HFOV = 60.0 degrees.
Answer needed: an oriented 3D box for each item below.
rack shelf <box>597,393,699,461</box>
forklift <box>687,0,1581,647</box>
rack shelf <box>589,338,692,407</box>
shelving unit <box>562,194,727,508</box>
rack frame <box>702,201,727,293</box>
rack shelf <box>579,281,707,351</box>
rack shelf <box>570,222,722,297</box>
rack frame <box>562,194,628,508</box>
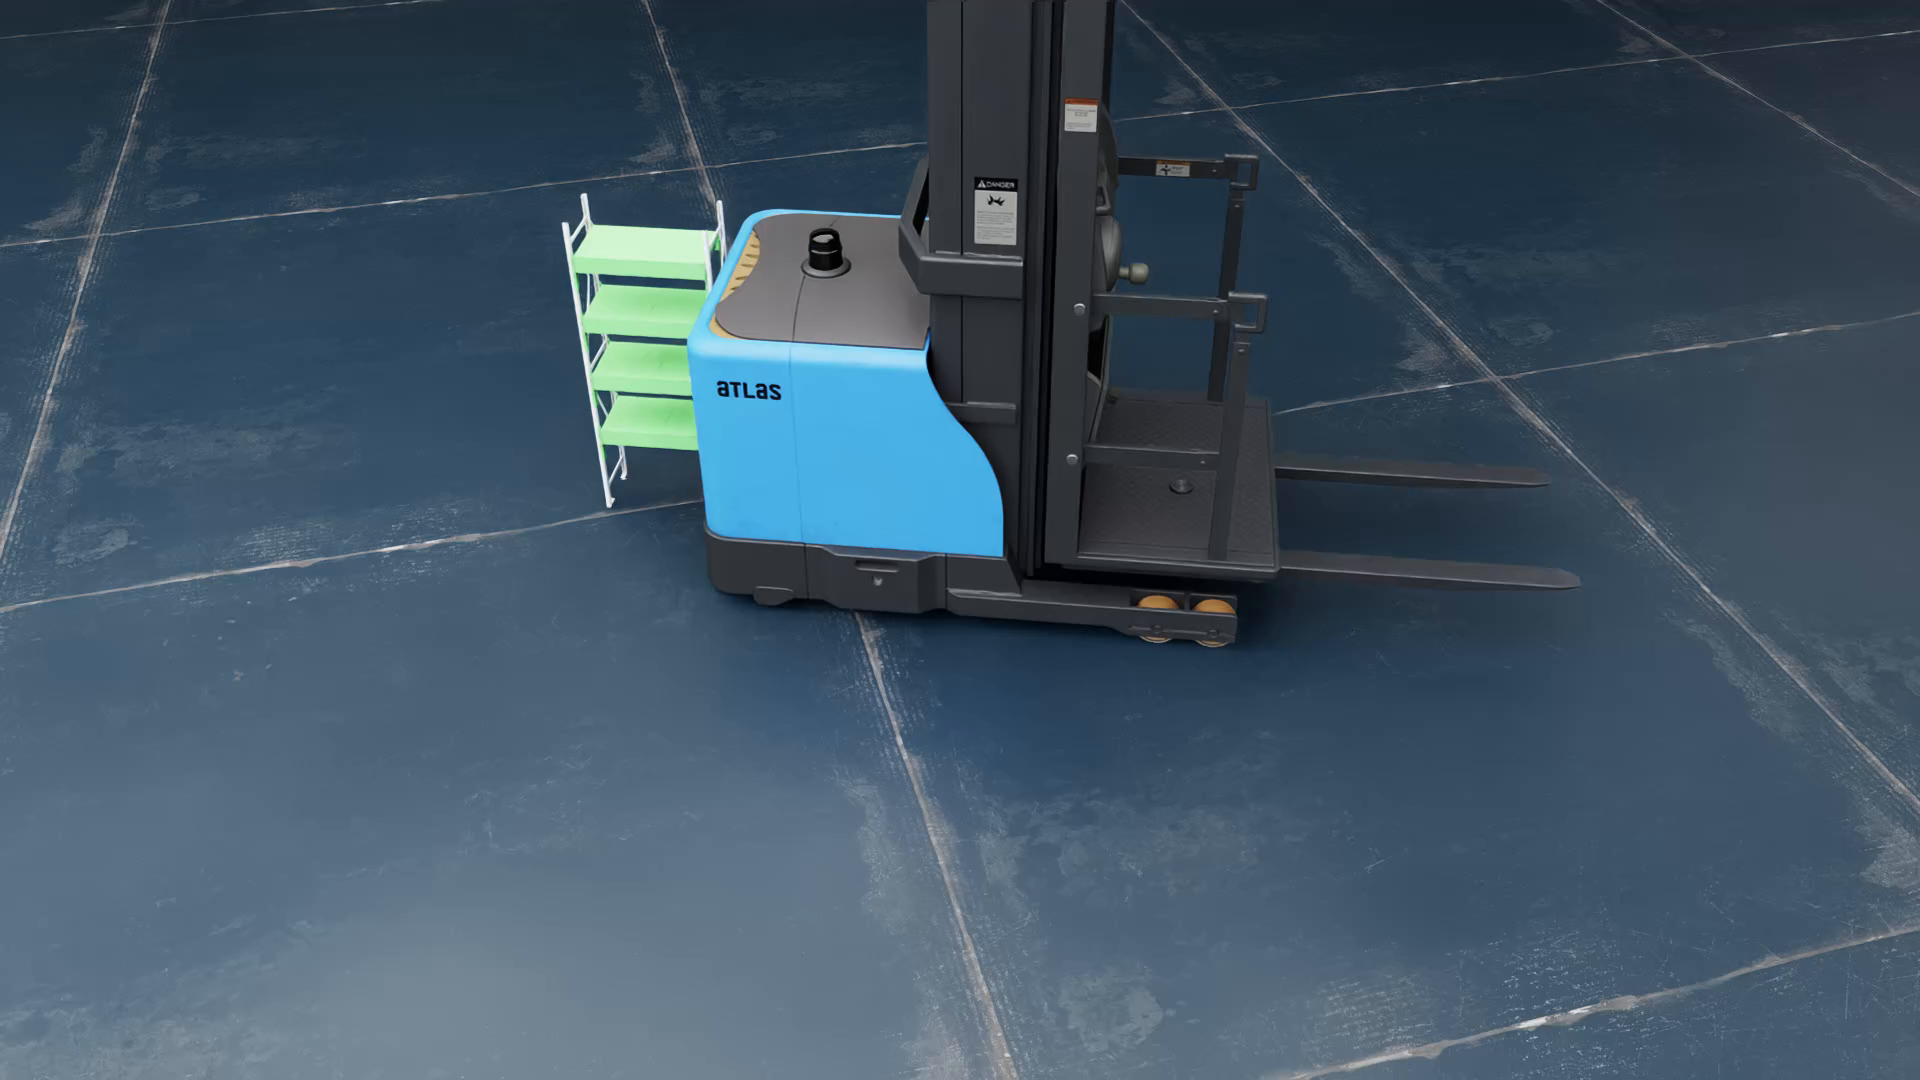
[{"bbox_3d":[-1.098,-0.416,6.306,0.480,0.148,0.258,4,38,5],"label":"rack shelf"},{"bbox_3d":[0.654,-1.136,5.323,3.031,2.935,1.130,4,38,5],"label":"forklift"},{"bbox_3d":[-1.098,-0.606,6.160,0.480,0.148,0.258,4,38,5],"label":"rack shelf"},{"bbox_3d":[-1.098,-0.657,6.122,0.503,1.200,0.258,4,38,5],"label":"shelving unit"},{"bbox_3d":[-0.855,-0.640,6.099,0.015,1.200,0.240,4,38,5],"label":"rack frame"},{"bbox_3d":[-1.098,-0.797,6.015,0.480,0.148,0.258,4,38,5],"label":"rack shelf"},{"bbox_3d":[-1.098,-0.988,5.869,0.480,0.148,0.258,4,38,5],"label":"rack shelf"},{"bbox_3d":[-1.340,-0.674,6.144,0.015,1.200,0.240,4,38,5],"label":"rack frame"}]
